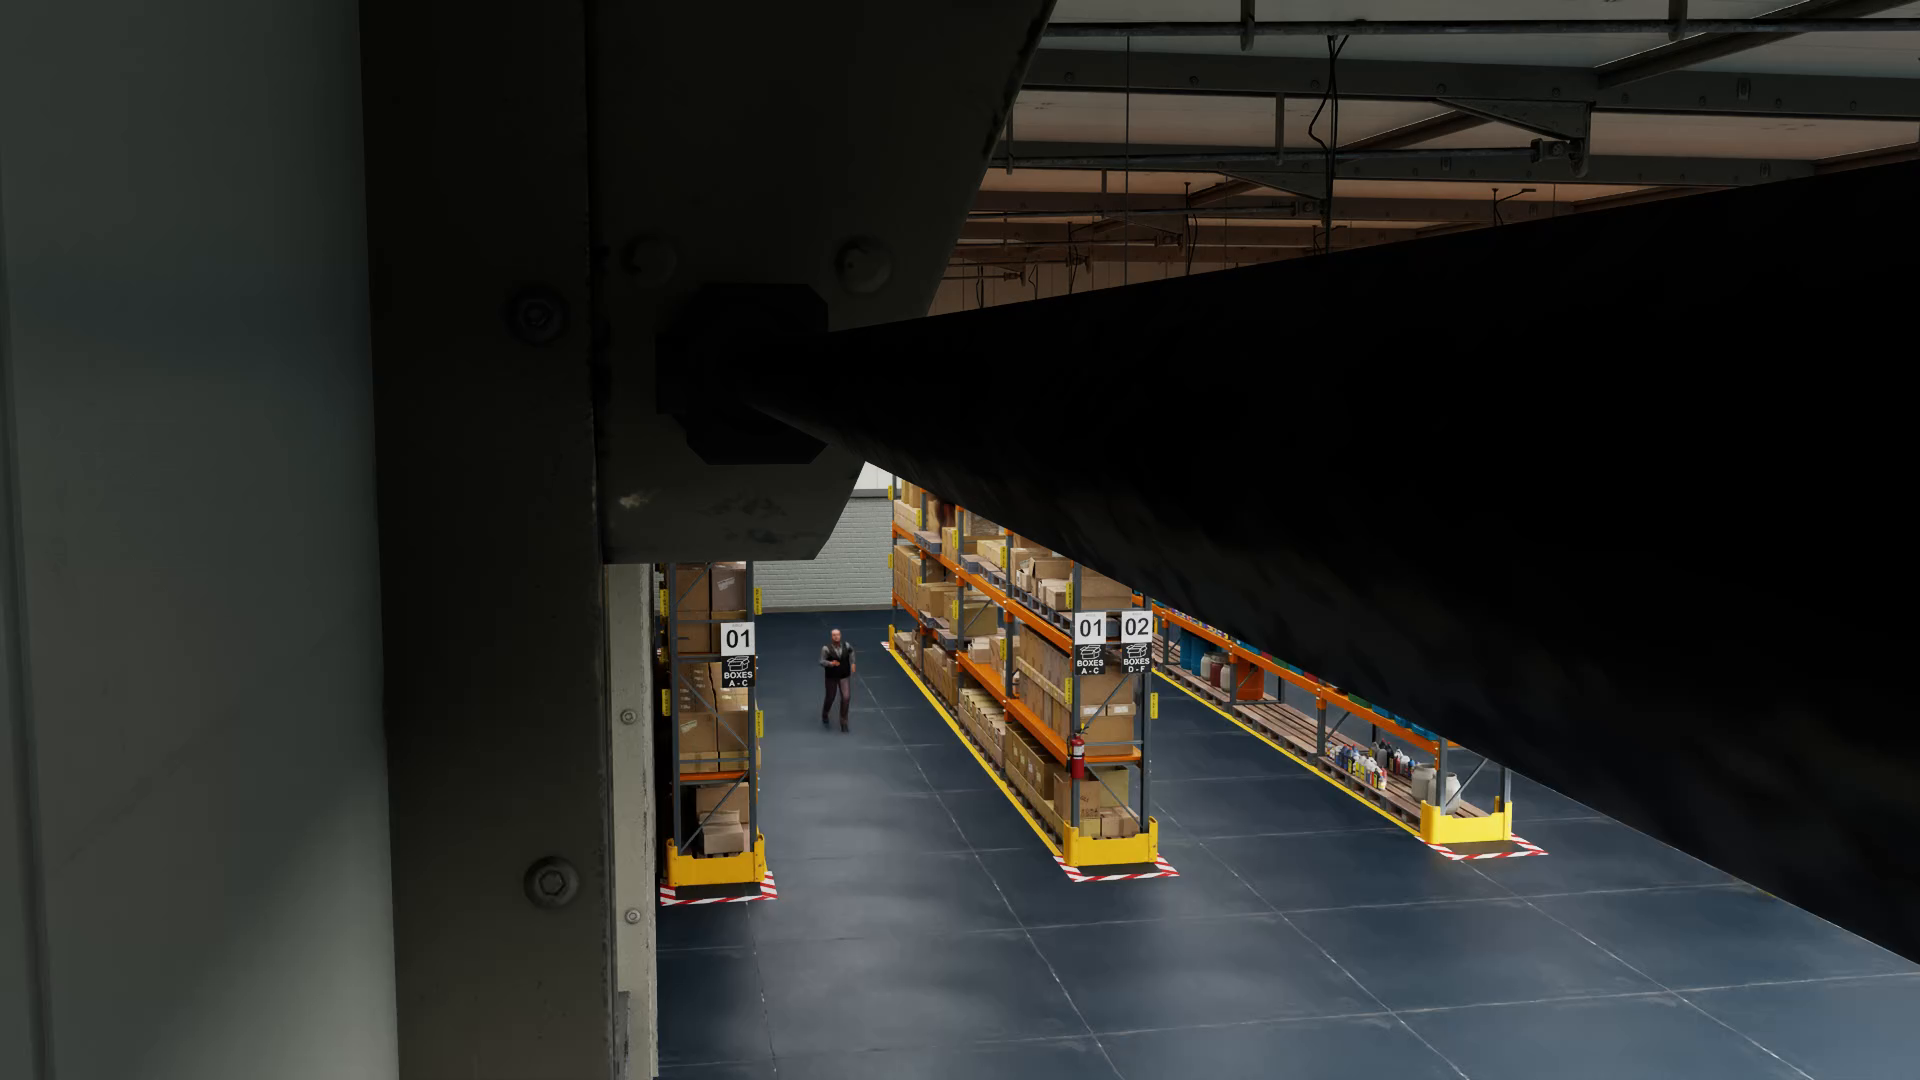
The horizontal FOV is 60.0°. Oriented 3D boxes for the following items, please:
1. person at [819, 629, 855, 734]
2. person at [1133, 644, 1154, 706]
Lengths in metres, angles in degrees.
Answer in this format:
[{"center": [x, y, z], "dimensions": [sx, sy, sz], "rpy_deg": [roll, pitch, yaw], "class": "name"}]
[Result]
[{"center": [-2.114, 2.397, 28.549], "dimensions": [0.662, 1.776, 0.903], "rpy_deg": [-2, 6, -16], "class": "person"}, {"center": [3.185, 2.308, 29.462], "dimensions": [0.656, 1.734, 0.716], "rpy_deg": [-1, 6, -12], "class": "person"}]
